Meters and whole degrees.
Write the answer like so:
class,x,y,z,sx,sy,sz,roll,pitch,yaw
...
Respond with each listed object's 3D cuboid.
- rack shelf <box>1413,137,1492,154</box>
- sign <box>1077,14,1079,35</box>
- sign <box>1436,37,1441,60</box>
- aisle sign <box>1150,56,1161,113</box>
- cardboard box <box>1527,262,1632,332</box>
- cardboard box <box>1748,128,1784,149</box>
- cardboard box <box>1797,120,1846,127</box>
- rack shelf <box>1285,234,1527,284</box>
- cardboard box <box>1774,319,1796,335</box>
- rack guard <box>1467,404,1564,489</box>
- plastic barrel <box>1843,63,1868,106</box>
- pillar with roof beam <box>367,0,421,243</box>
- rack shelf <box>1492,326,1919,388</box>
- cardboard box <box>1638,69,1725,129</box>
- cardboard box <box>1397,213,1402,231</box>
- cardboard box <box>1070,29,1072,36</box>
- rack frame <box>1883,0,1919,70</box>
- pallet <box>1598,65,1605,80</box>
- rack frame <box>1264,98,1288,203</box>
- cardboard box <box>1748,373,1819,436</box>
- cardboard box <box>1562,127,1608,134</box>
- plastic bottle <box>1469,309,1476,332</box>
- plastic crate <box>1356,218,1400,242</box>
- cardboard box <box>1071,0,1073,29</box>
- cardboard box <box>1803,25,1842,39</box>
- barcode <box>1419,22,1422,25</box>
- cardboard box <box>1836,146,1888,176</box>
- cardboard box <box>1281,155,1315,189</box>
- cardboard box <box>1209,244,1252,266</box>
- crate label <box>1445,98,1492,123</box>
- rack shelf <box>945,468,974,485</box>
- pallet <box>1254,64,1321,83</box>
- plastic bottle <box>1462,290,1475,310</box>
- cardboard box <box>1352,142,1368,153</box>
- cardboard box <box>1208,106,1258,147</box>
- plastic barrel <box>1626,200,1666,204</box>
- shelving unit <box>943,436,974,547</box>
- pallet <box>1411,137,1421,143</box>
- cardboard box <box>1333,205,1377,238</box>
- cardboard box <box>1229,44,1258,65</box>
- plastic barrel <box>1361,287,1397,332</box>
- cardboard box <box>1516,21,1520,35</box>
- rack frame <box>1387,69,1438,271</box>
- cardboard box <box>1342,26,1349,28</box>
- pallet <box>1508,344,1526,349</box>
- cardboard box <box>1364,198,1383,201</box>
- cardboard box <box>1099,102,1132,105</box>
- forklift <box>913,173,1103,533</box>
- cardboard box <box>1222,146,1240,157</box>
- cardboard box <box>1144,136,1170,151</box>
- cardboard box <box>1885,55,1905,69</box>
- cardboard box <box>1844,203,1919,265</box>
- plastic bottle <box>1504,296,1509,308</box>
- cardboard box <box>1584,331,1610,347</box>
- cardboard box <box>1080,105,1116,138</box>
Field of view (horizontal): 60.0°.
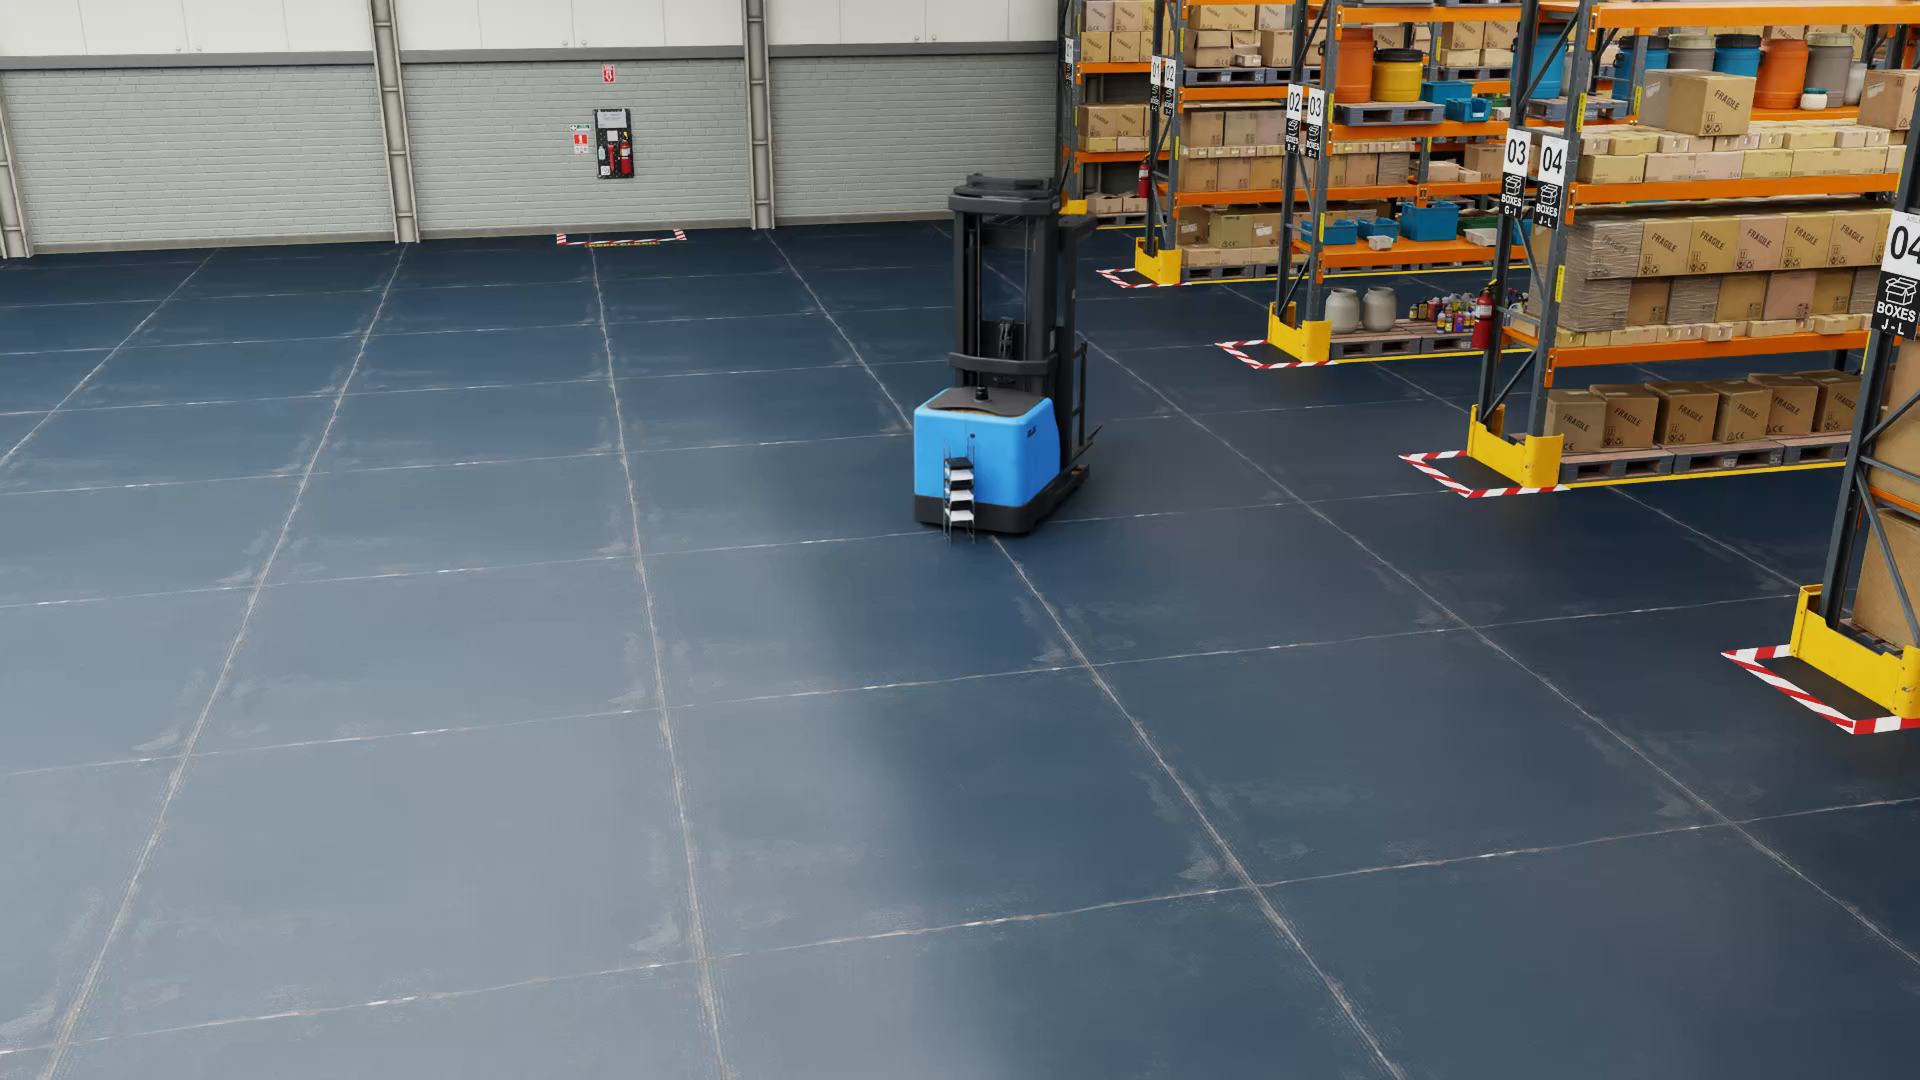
class,x,y,z,sx,sy,sz,roll,pitch,yaw
rack shelf,7.709,-7.201,30.659,4.000,0.370,1.077,-5,21,-12
sign,1.995,-8.702,28.077,0.005,0.325,0.100,-5,21,-12
sign,7.035,-7.226,24.452,0.005,0.325,0.100,-5,21,-12
aisle sign,2.882,-6.720,24.520,0.004,0.787,0.394,-5,21,-12
cardboard box,5.831,-2.311,15.685,0.500,0.500,0.875,-5,21,-12
cardboard box,7.368,-3.712,15.364,0.250,0.149,0.380,-5,21,-14
cardboard box,8.281,-3.951,16.018,0.250,0.149,0.380,-5,21,-12
rack shelf,6.096,-3.569,20.742,4.000,0.370,1.077,-5,21,-12
cardboard box,7.812,-2.091,16.027,0.250,0.149,0.380,-5,21,-12
rack guard,5.363,-0.923,16.106,0.348,0.500,1.175,-5,21,-12
plastic barrel,11.562,-5.920,21.592,0.421,0.512,0.421,0,20,0
pillar with roof beam,-8.335,-7.835,22.622,0.400,9.000,9.100,-5,21,-12
rack shelf,7.236,-1.911,16.216,4.000,0.370,1.077,-5,21,-12
cardboard box,6.739,-4.127,15.556,0.500,0.500,0.500,-5,21,-12
cardboard box,7.234,-5.021,26.231,0.500,0.311,0.500,-5,21,-12
cardboard box,2.218,-8.647,29.024,0.500,0.500,0.500,-3,20,-9
rack frame,9.182,-5.224,15.492,0.127,3.000,1.000,-5,21,-12
pallet,9.071,-7.186,25.485,1.213,0.211,1.003,-4,20,-10
rack frame,5.762,-7.381,30.103,0.127,3.000,1.000,-5,21,-12
cardboard box,8.228,-1.364,16.701,0.500,0.500,0.500,2,20,5
cardboard box,5.768,-3.723,15.395,0.250,0.149,0.380,-5,21,-14
plastic bottle,6.417,-2.748,20.782,0.097,0.271,0.097,0,20,0
plastic crate,5.201,-3.868,20.728,0.408,0.251,0.499,-5,21,-12
cardboard box,2.229,-9.120,28.862,0.500,0.500,0.500,-4,20,-10
cardboard box,13.539,-7.980,26.476,0.600,0.600,0.600,-5,21,-13
barcode,8.463,-9.510,30.567,0.075,0.075,0.001,-5,21,-12
cardboard box,8.288,-3.584,15.593,0.500,0.250,0.500,-4,21,-11
cardboard box,4.977,-5.610,25.122,0.500,0.500,0.700,-4,21,-11
cardboard box,4.072,-4.321,25.138,0.500,0.250,0.500,-5,21,-12
crate label,6.047,-5.124,19.798,0.408,0.251,0.502,-5,21,-12
rack shelf,-0.011,-0.545,14.067,0.200,0.077,0.258,-5,21,-12
pallet,4.897,-6.918,24.608,1.213,0.211,1.003,-5,21,-12
plastic bottle,6.564,-3.054,21.502,0.185,0.351,0.144,-5,21,-13
cardboard box,5.940,-5.920,25.026,0.250,0.149,0.380,-5,21,-13
cardboard box,4.033,-6.143,24.692,0.500,0.500,0.700,-5,21,-14
plastic barrel,8.488,-4.229,20.770,0.708,0.901,0.600,-5,21,-12
shelving unit,-0.011,-0.407,14.118,0.210,0.900,0.258,-5,21,-12
pallet,7.738,-7.437,30.535,1.213,0.211,1.003,-5,21,-12
cardboard box,6.016,-4.836,25.452,0.500,0.500,0.500,-5,21,-12
cardboard box,4.073,-7.187,24.616,0.500,0.250,0.500,-5,21,-12
plastic barrel,5.260,-2.895,20.862,0.421,0.512,0.421,0,20,0
cardboard box,10.105,-9.416,30.514,0.500,0.500,0.700,-6,21,-17
rack frame,6.906,-5.723,25.577,0.127,3.000,1.000,-5,21,-12
cardboard box,6.912,-9.010,29.708,0.500,0.311,0.500,-4,20,-11
pallet,7.379,-2.716,21.423,1.213,0.211,1.003,-5,21,-12
cardboard box,7.472,-6.562,30.862,0.500,0.500,0.700,-4,21,-12
cardboard box,2.772,-7.500,29.528,0.500,0.500,0.500,-4,21,-12
forklift,0.590,-1.905,15.255,1.130,2.935,3.031,8,21,20
cardboard box,3.944,-5.758,24.584,0.250,0.149,0.380,-5,21,-12
cardboard box,3.417,-7.020,29.306,0.500,0.250,0.500,-5,21,-13
cardboard box,15.221,-7.650,26.694,0.500,0.250,0.500,-5,21,-12
cardboard box,8.807,-2.935,15.935,0.500,0.500,0.500,-5,21,-12
plastic bottle,7.048,-3.013,21.507,0.097,0.271,0.097,0,20,0
cardboard box,5.869,-1.928,15.583,0.250,0.149,0.380,-5,21,-12
cardboard box,2.404,-7.293,28.961,0.500,0.500,0.500,-5,21,-12
